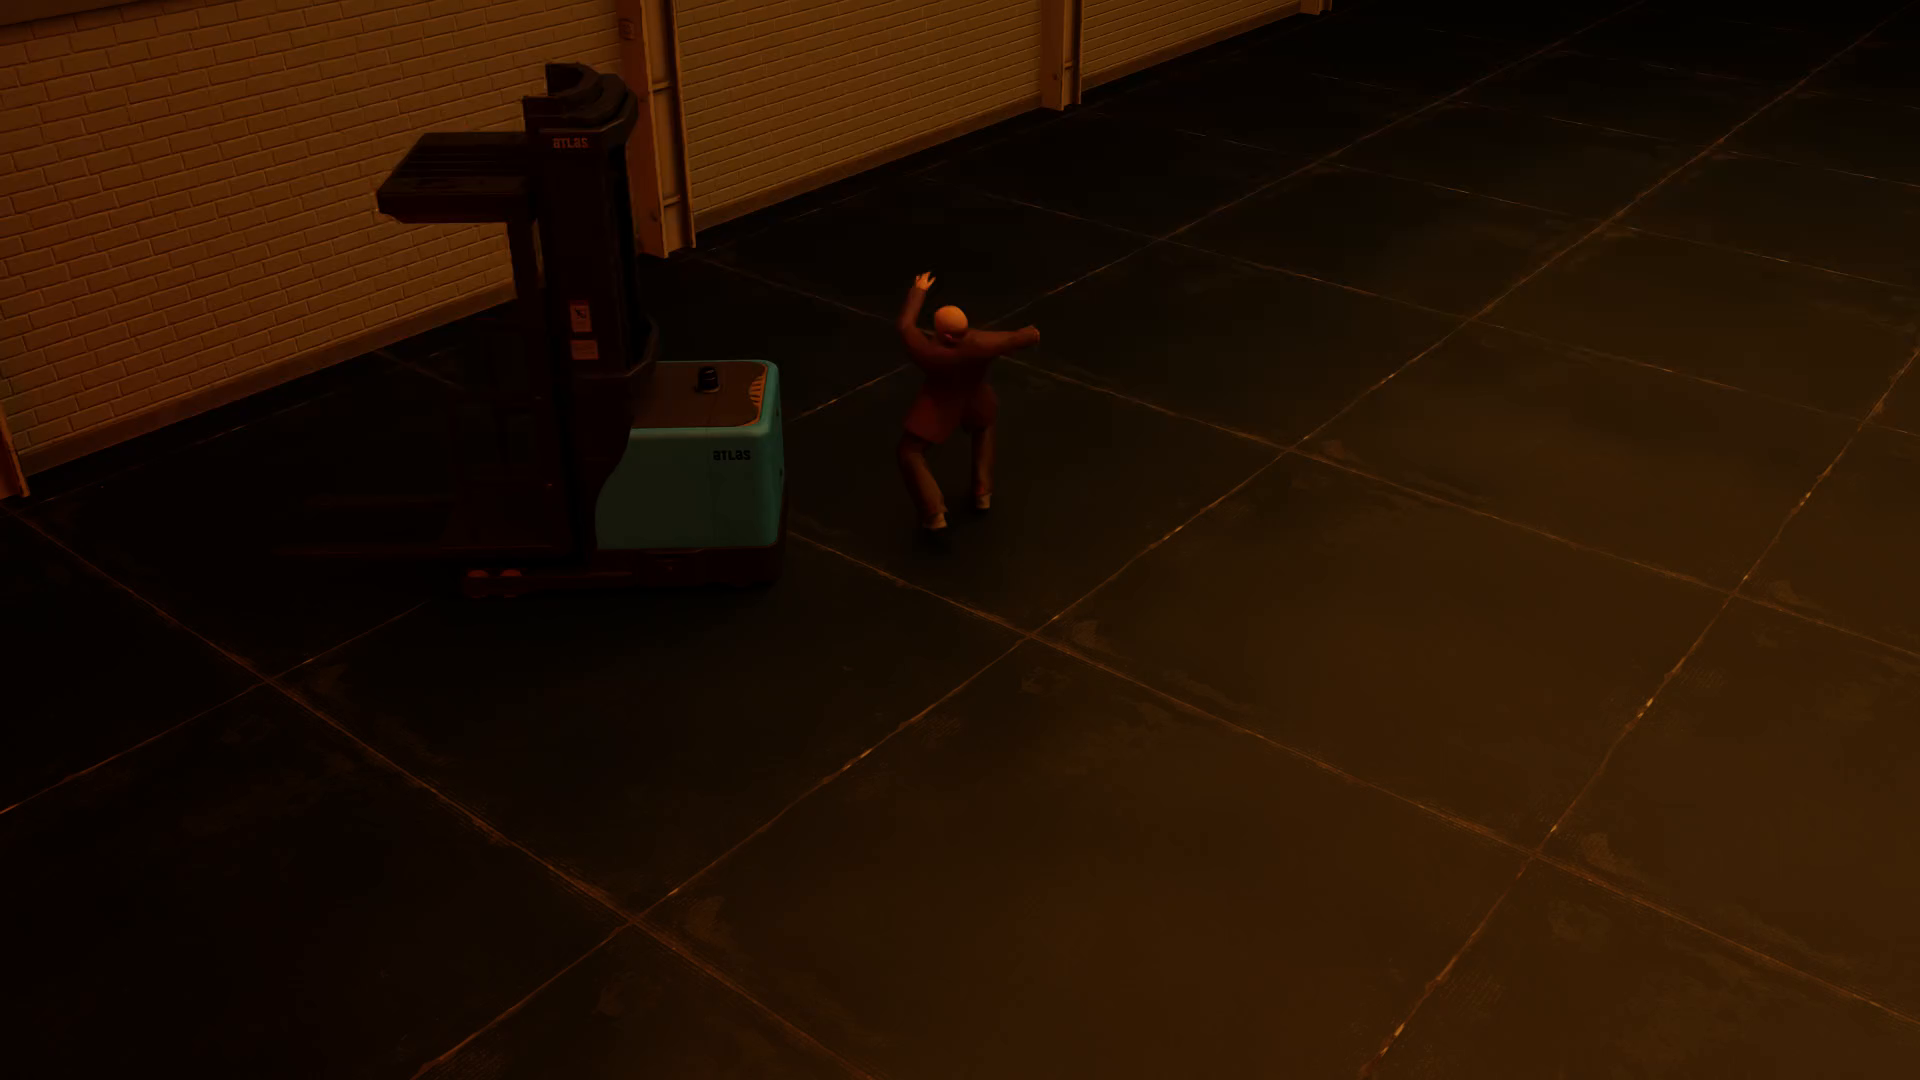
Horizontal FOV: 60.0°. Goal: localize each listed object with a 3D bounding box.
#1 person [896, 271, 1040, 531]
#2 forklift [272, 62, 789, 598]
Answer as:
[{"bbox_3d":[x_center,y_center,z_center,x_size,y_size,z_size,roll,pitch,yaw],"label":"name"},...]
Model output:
[{"bbox_3d":[0.087,-0.905,10.507,1.065,1.537,0.835,-17,34,-26],"label":"person"},{"bbox_3d":[-2.605,-1.191,9.632,3.031,2.935,1.130,-1,30,-2],"label":"forklift"}]
